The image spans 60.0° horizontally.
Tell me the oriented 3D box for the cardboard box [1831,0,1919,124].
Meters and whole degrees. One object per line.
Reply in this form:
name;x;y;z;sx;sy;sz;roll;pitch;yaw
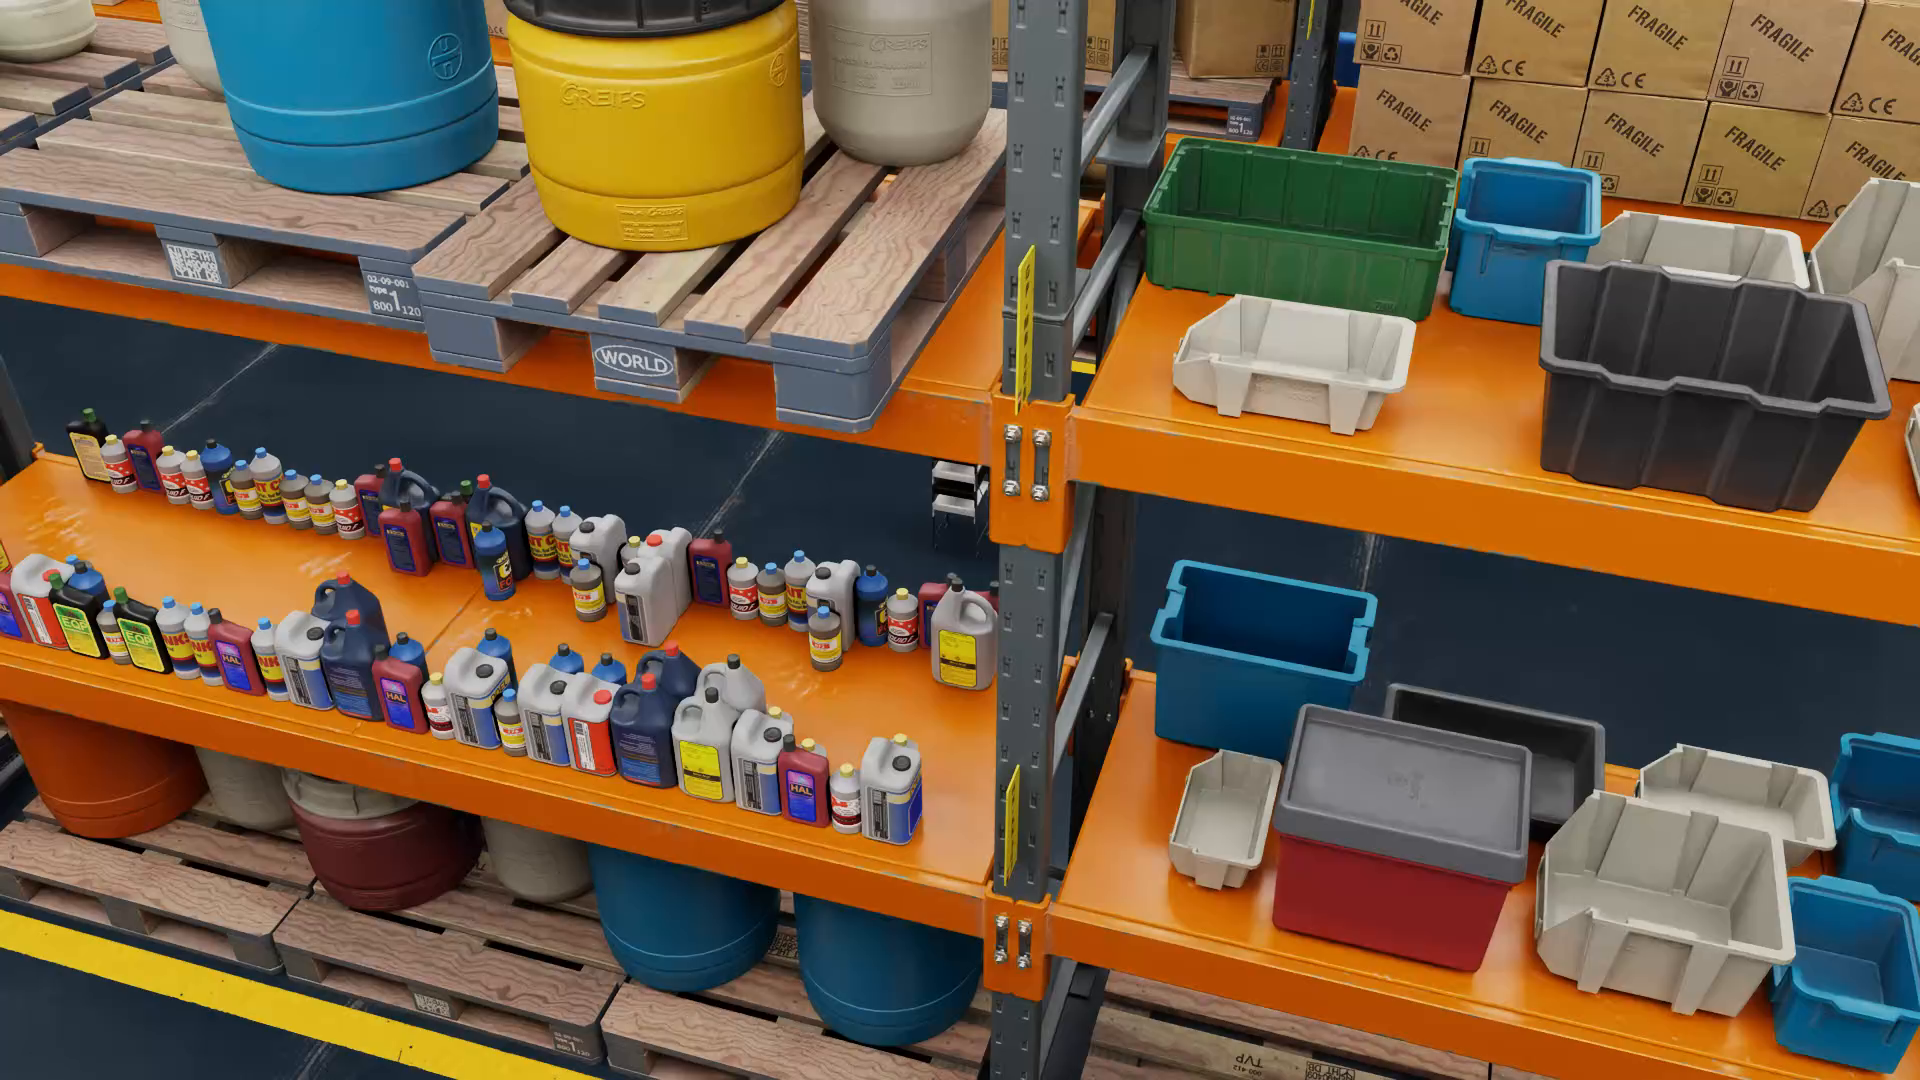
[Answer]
cardboard box;4.105;-2.142;7.203;0.500;0.500;0.500;11;38;15

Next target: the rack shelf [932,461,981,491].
rack shelf;0.008;-0.334;7.501;0.200;0.077;0.258;10;38;14

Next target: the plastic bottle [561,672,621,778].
plastic bottle;-1.011;0.506;4.637;0.135;0.276;0.152;10;38;14

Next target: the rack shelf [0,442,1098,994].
rack shelf;-1.617;0.433;5.239;4.000;0.370;1.077;10;38;14

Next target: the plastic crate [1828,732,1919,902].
plastic crate;2.429;0.731;4.317;0.300;0.233;0.416;10;38;14

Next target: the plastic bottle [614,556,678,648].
plastic bottle;-0.966;0.171;5.091;0.135;0.276;0.152;10;38;14

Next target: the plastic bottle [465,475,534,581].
plastic bottle;-1.479;-0.051;5.330;0.185;0.351;0.144;10;38;14

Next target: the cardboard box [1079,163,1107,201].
cardboard box;0.871;-1.787;9.386;0.500;0.500;0.500;11;38;15

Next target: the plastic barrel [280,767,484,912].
plastic barrel;-1.976;0.868;5.721;0.708;0.588;0.600;10;38;14

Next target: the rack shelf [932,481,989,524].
rack shelf;0.008;-0.189;7.608;0.200;0.077;0.258;10;38;14

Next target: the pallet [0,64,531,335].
pallet;-1.569;-0.918;4.095;1.213;0.211;1.003;10;38;14

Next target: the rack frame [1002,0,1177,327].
rack frame;0.292;-1.920;2.767;0.127;3.000;1.000;10;38;14

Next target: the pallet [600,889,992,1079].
pallet;-0.432;1.459;5.589;1.213;0.211;1.003;10;38;14

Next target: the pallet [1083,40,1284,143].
pallet;1.042;-2.431;8.685;1.213;0.211;1.003;10;38;14

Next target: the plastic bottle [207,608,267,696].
plastic bottle;-2.120;0.326;4.875;0.133;0.283;0.061;10;38;14

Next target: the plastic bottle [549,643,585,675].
plastic bottle;-1.120;0.410;4.771;0.097;0.271;0.097;0;36;0

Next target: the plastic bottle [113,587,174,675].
plastic bottle;-2.433;0.268;4.954;0.133;0.283;0.061;10;38;14

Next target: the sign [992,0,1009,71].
sign;0.068;-2.792;8.575;0.661;0.500;0.804;10;38;14

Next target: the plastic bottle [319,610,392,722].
plastic bottle;-1.734;0.344;4.794;0.185;0.351;0.144;10;38;14

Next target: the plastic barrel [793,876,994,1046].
plastic barrel;-0.222;1.066;5.186;0.708;0.901;0.600;10;38;14

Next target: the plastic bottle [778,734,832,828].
plastic bottle;-0.415;0.641;4.446;0.133;0.283;0.061;10;38;14

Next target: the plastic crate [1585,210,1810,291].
plastic crate;1.619;-0.596;3.721;0.466;0.136;0.293;10;38;14

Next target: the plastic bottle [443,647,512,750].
plastic bottle;-1.361;0.441;4.725;0.135;0.276;0.152;10;38;14

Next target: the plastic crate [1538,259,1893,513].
plastic crate;1.396;-0.284;3.186;0.590;0.269;0.497;10;38;14

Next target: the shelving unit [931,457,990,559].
shelving unit;0.008;-0.361;7.481;0.210;0.900;0.258;10;38;14

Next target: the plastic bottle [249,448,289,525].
plastic bottle;-2.316;-0.188;5.584;0.097;0.271;0.097;0;36;0

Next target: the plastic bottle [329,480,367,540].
plastic bottle;-2.037;-0.109;5.535;0.097;0.201;0.097;0;36;0

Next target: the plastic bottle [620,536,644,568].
plastic bottle;-1.023;0.079;5.279;0.097;0.201;0.097;0;36;0

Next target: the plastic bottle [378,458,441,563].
plastic bottle;-1.782;-0.107;5.406;0.185;0.351;0.144;10;38;14

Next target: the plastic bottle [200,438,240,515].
plastic bottle;-2.502;-0.223;5.631;0.097;0.271;0.097;0;36;0

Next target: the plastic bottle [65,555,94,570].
plastic bottle;-2.748;0.137;5.202;0.097;0.201;0.097;0;36;0

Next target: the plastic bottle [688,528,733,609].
plastic bottle;-0.779;0.080;5.209;0.133;0.283;0.061;10;38;14

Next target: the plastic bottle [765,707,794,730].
plastic bottle;-0.510;0.551;4.638;0.097;0.201;0.097;0;36;0

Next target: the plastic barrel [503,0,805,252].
plastic barrel;-0.640;-1.003;3.539;0.600;0.588;0.600;0;36;0

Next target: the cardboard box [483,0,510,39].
cardboard box;-2.380;-3.066;9.460;0.500;0.311;0.500;13;38;17

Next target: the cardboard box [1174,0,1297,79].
cardboard box;1.387;-2.725;8.484;0.500;0.500;0.700;-1;36;-2

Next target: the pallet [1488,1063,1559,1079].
pallet;2.174;1.942;4.933;1.213;0.211;1.003;10;38;14

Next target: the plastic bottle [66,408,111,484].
plastic bottle;-3.013;-0.334;5.771;0.133;0.283;0.061;10;38;14

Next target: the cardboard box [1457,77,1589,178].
cardboard box;2.667;-2.013;7.870;0.500;0.500;0.500;11;38;15

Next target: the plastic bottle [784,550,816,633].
plastic bottle;-0.488;0.150;5.124;0.097;0.271;0.097;0;36;0

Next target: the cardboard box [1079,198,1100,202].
cardboard box;0.747;-1.493;8.986;0.500;0.500;0.500;11;38;14

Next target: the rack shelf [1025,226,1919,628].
rack shelf;2.201;-0.069;3.389;4.000;0.370;1.077;10;38;14
